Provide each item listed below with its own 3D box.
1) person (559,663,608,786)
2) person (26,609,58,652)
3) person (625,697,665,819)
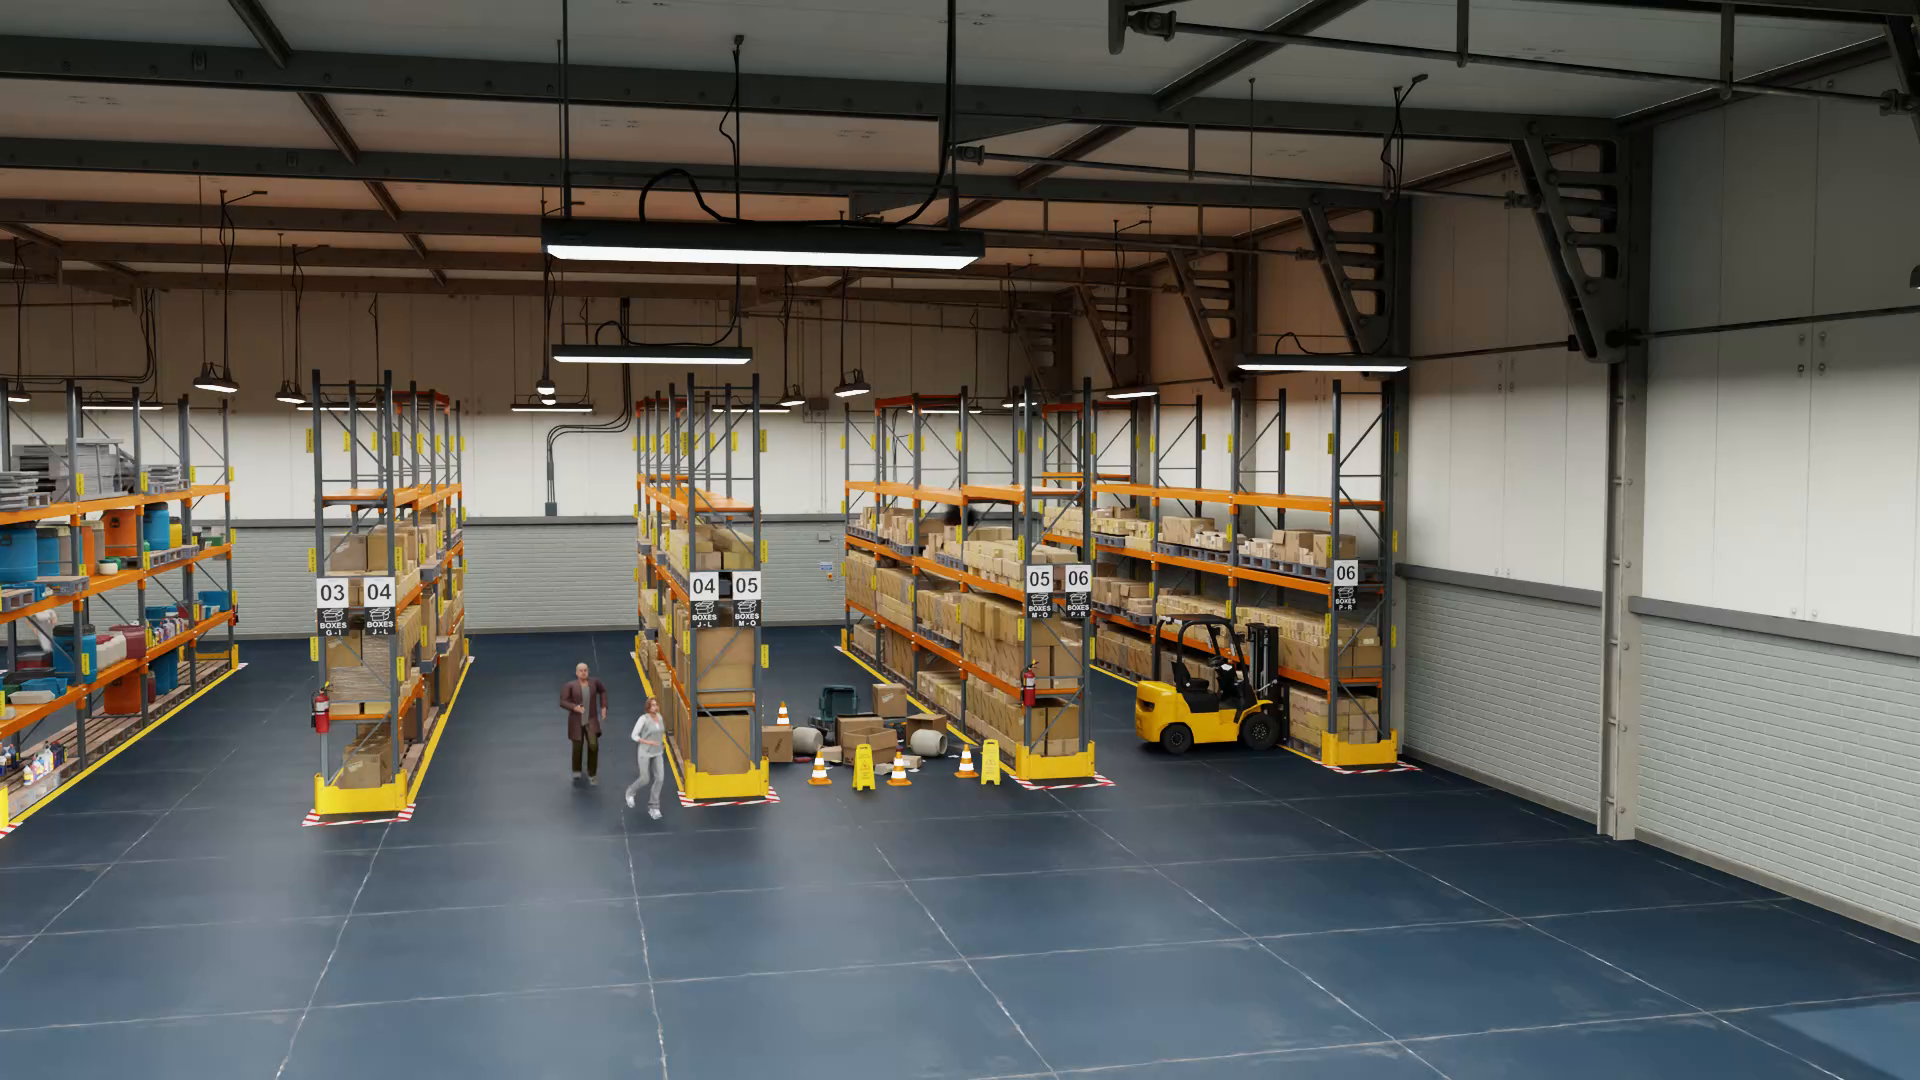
[{"bbox_3d":[-5.515,2.727,24.433,0.740,1.858,0.811,-1,4,-22],"label":"person"},{"bbox_3d":[-19.993,2.087,36.269,0.691,1.681,0.563,3,4,39],"label":"person"},{"bbox_3d":[-4.212,2.924,22.455,0.743,1.614,0.564,3,5,44],"label":"person"}]
